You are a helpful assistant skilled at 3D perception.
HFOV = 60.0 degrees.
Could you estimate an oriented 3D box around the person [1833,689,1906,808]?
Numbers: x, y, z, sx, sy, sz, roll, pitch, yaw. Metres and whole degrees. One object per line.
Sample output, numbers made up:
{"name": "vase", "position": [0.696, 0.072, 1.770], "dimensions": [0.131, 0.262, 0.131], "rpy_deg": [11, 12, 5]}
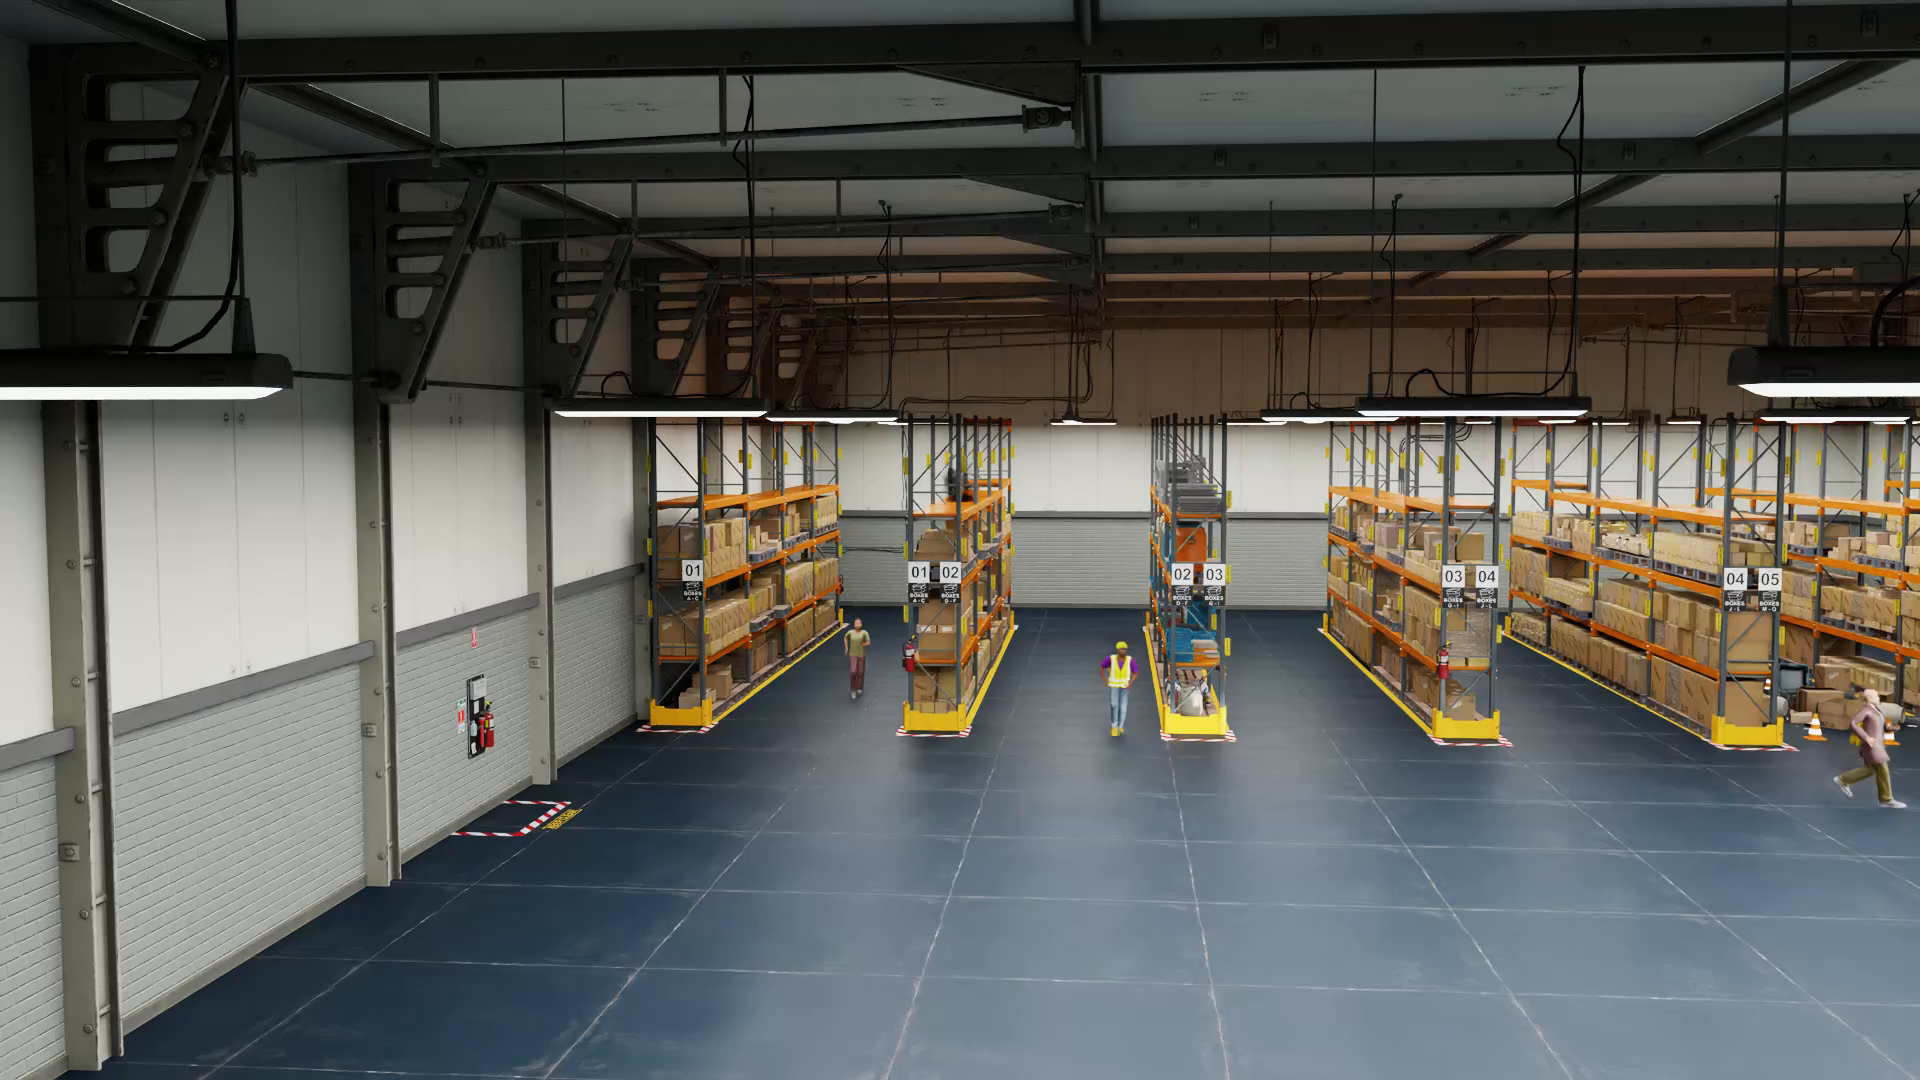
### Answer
{"name": "person", "position": [13.786, 3.131, 25.182], "dimensions": [1.028, 1.754, 0.714], "rpy_deg": [3, 5, 40]}

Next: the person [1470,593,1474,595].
{"name": "person", "position": [13.951, 1.809, 46.380], "dimensions": [0.700, 1.579, 0.627], "rpy_deg": [1, 4, 16]}

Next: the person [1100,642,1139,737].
{"name": "person", "position": [2.976, 2.772, 30.971], "dimensions": [0.714, 1.772, 0.674], "rpy_deg": [0, 4, -1]}

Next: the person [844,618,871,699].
{"name": "person", "position": [-2.178, 2.509, 35.364], "dimensions": [0.543, 1.720, 0.723], "rpy_deg": [0, 4, -7]}
